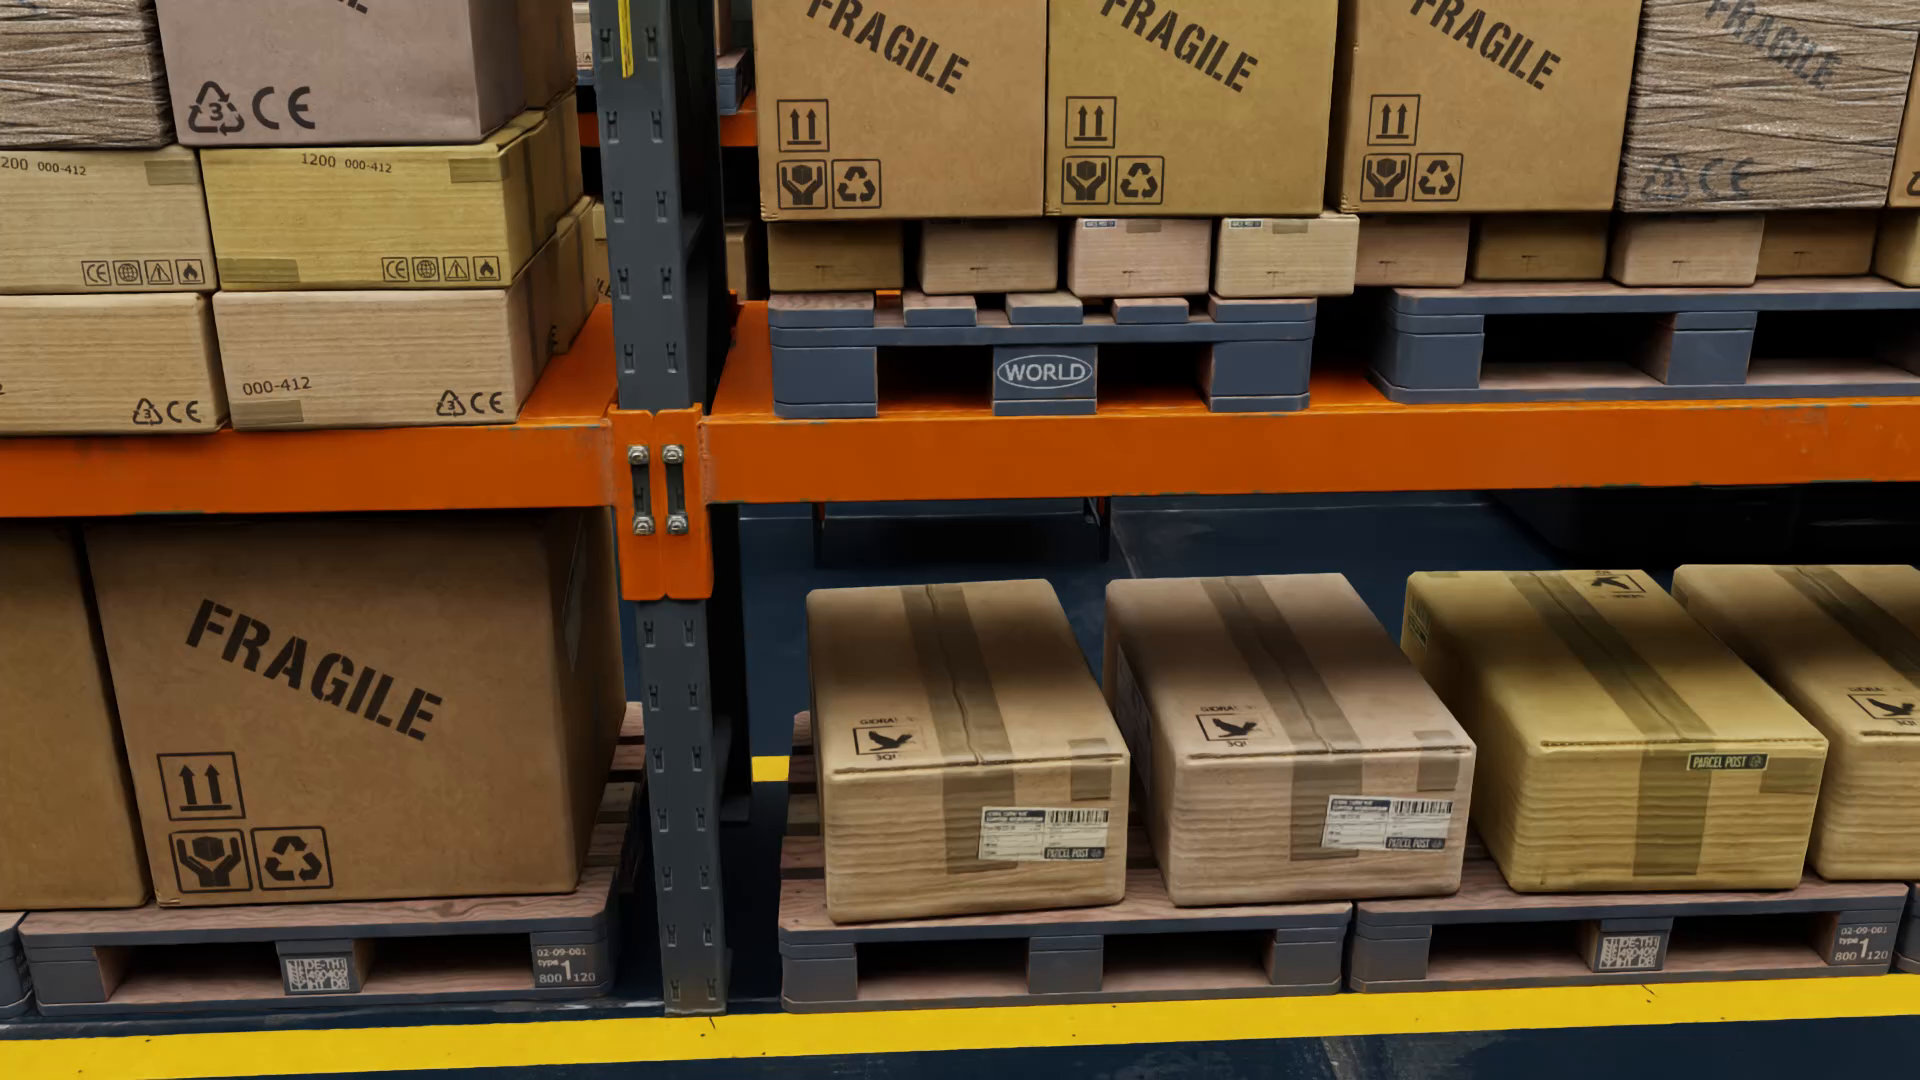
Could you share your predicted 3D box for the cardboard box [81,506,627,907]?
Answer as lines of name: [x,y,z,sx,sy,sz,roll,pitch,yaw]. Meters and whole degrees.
cardboard box: [-1.279,0.204,3.766,0.875,0.875,0.875,-1,21,-4]

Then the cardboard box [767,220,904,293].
cardboard box: [-0.249,-0.597,3.236,0.250,0.149,0.380,-2,21,-6]

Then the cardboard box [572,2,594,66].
cardboard box: [-1.906,-2.331,7.647,0.500,0.250,0.500,-2,21,-6]

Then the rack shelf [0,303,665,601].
rack shelf: [-2.581,-0.201,3.444,4.000,0.370,1.077,-1,21,-3]

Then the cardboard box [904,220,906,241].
cardboard box: [-0.007,-0.778,3.711,0.250,0.149,0.380,-1,21,-2]

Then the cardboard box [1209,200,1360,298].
cardboard box: [0.587,-0.578,3.187,0.250,0.149,0.380,-1,21,-3]

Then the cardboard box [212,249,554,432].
cardboard box: [-1.074,-0.405,3.180,0.500,0.250,0.500,-2,21,-5]

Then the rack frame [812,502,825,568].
rack frame: [-0.514,-0.515,5.893,0.032,1.125,0.500,-1,21,-3]

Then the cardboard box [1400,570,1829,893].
cardboard box: [1.474,0.415,3.918,0.625,0.372,0.950,0,21,-1]

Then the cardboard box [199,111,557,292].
cardboard box: [-1.053,-0.641,3.097,0.500,0.250,0.500,-1,21,-3]

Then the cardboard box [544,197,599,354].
cardboard box: [-1.087,-0.587,3.658,0.500,0.250,0.500,-2,21,-4]

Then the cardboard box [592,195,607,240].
cardboard box: [-1.621,-1.555,8.002,0.250,0.149,0.380,-2,21,-6]

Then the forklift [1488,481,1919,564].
forklift: [3.562,-1.486,5.904,3.031,2.935,1.130,-2,21,-5]

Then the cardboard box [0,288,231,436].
cardboard box: [-1.583,-0.389,3.138,0.500,0.250,0.500,-1,21,-2]

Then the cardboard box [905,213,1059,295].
cardboard box: [0.035,-0.591,3.220,0.250,0.149,0.380,-2,21,-6]

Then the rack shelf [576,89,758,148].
rack shelf: [-2.868,-1.964,8.075,4.000,0.370,1.077,-1,21,-3]

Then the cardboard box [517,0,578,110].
cardboard box: [-1.091,-1.169,3.429,0.500,0.500,0.500,-2,21,-5]

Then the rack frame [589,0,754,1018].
rack frame: [-0.584,-0.578,3.422,0.127,3.000,1.000,-1,21,-3]

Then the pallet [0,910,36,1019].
pallet: [-2.591,0.738,3.885,1.213,0.211,1.003,-1,21,-3]

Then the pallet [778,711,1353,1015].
pallet: [0.196,0.710,3.959,1.213,0.211,1.003,-1,21,-3]

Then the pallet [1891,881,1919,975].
pallet: [2.632,0.661,4.089,1.213,0.211,1.003,-1,21,-3]

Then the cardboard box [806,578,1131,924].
cardboard box: [-0.020,0.446,3.836,0.625,0.372,0.950,-3,21,-7]

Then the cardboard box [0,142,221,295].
cardboard box: [-1.565,-0.629,3.066,0.500,0.250,0.500,-2,21,-4]

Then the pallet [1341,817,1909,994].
pallet: [1.411,0.686,4.021,1.213,0.211,1.003,-1,21,-3]

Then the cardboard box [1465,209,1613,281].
cardboard box: [1.103,-0.631,3.324,0.250,0.149,0.380,0,21,-1]

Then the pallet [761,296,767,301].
pallet: [-1.619,-1.036,8.545,1.213,0.211,1.003,-1,21,-3]

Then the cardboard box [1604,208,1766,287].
cardboard box: [1.367,-0.613,3.277,0.250,0.149,0.380,-1,21,-1]

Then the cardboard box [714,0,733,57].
cardboard box: [-1.394,-2.629,8.079,0.500,0.500,0.500,0,21,-1]

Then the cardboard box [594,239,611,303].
cardboard box: [-1.781,-1.277,8.184,0.500,0.500,0.500,-1,21,-4]

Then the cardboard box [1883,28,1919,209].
cardboard box: [1.951,-0.931,3.202,0.500,0.500,0.500,0,21,-1]

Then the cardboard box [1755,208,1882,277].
cardboard box: [1.623,-0.645,3.362,0.250,0.149,0.380,-2,21,-5]

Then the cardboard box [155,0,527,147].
cardboard box: [-1.086,-0.988,2.955,0.500,0.500,0.500,-2,21,-5]

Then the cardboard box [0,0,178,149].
cardboard box: [-1.597,-0.975,2.920,0.500,0.500,0.500,-1,21,-2]

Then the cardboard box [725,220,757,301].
cardboard box: [-1.281,-1.284,8.200,0.500,0.500,0.500,-1,21,-1]

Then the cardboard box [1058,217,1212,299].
cardboard box: [0.311,-0.580,3.192,0.250,0.149,0.380,-3,21,-7]

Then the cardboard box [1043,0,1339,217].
cardboard box: [0.398,-0.900,3.120,0.500,0.500,0.500,0,21,0]

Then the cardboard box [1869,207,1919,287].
cardboard box: [1.892,-0.614,3.280,0.250,0.149,0.380,-1,21,-3]

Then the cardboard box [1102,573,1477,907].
cardboard box: [0.717,0.428,3.883,0.625,0.372,0.950,-2,21,-4]

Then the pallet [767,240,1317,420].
pallet: [0.121,-0.540,3.594,1.003,0.211,1.213,-1,21,-3]

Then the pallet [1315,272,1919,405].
pallet: [1.390,-0.543,3.600,1.213,0.211,1.003,-1,21,-3]

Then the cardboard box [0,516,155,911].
cardboard box: [-2.169,0.220,3.723,0.875,0.875,0.875,-1,21,-2]

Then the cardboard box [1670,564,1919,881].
cardboard box: [2.168,0.400,3.957,0.625,0.372,0.950,0,21,0]

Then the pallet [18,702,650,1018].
pallet: [-1.376,0.715,3.947,1.213,0.211,1.003,-1,21,-3]

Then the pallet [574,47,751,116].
pallet: [-1.544,-2.212,7.986,1.003,0.211,1.213,-1,21,-3]

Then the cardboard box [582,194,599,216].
cardboard box: [-1.886,-1.566,8.029,0.250,0.149,0.380,-2,21,-5]

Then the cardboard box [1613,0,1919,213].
cardboard box: [1.428,-0.920,3.173,0.500,0.500,0.500,-2,21,-5]

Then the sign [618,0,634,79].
sign: [-0.549,-0.922,2.699,0.005,0.325,0.100,-1,21,-3]

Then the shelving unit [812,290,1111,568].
shelving unit: [-0.007,-0.526,5.920,1.048,1.125,0.538,-1,21,-3]

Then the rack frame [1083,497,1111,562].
rack frame: [0.501,-0.536,5.948,0.032,1.125,0.500,-1,21,-3]

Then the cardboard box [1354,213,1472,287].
cardboard box: [0.823,-0.611,3.273,0.250,0.149,0.380,0,21,0]

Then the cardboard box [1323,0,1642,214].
cardboard box: [0.928,-0.913,3.154,0.500,0.500,0.500,-1,21,-2]

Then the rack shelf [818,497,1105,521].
rack shelf: [-0.007,-0.297,6.007,1.000,0.278,0.538,-1,21,-3]

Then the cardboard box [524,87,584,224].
cardboard box: [-1.104,-0.819,3.564,0.500,0.250,0.500,-1,21,-3]

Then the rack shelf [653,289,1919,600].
rack shelf: [1.412,-0.282,3.657,4.000,0.370,1.077,-1,21,-3]

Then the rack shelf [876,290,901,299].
rack shelf: [-0.007,-0.799,5.816,1.000,0.278,0.538,-1,21,-3]

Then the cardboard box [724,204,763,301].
cardboard box: [-1.308,-1.460,8.663,0.500,0.500,0.500,0,21,-1]

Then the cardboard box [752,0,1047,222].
cardboard box: [-0.122,-0.887,3.085,0.500,0.500,0.500,-2,21,-5]

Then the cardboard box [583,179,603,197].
cardboard box: [-1.920,-1.743,8.494,0.250,0.149,0.380,-1,21,-2]
